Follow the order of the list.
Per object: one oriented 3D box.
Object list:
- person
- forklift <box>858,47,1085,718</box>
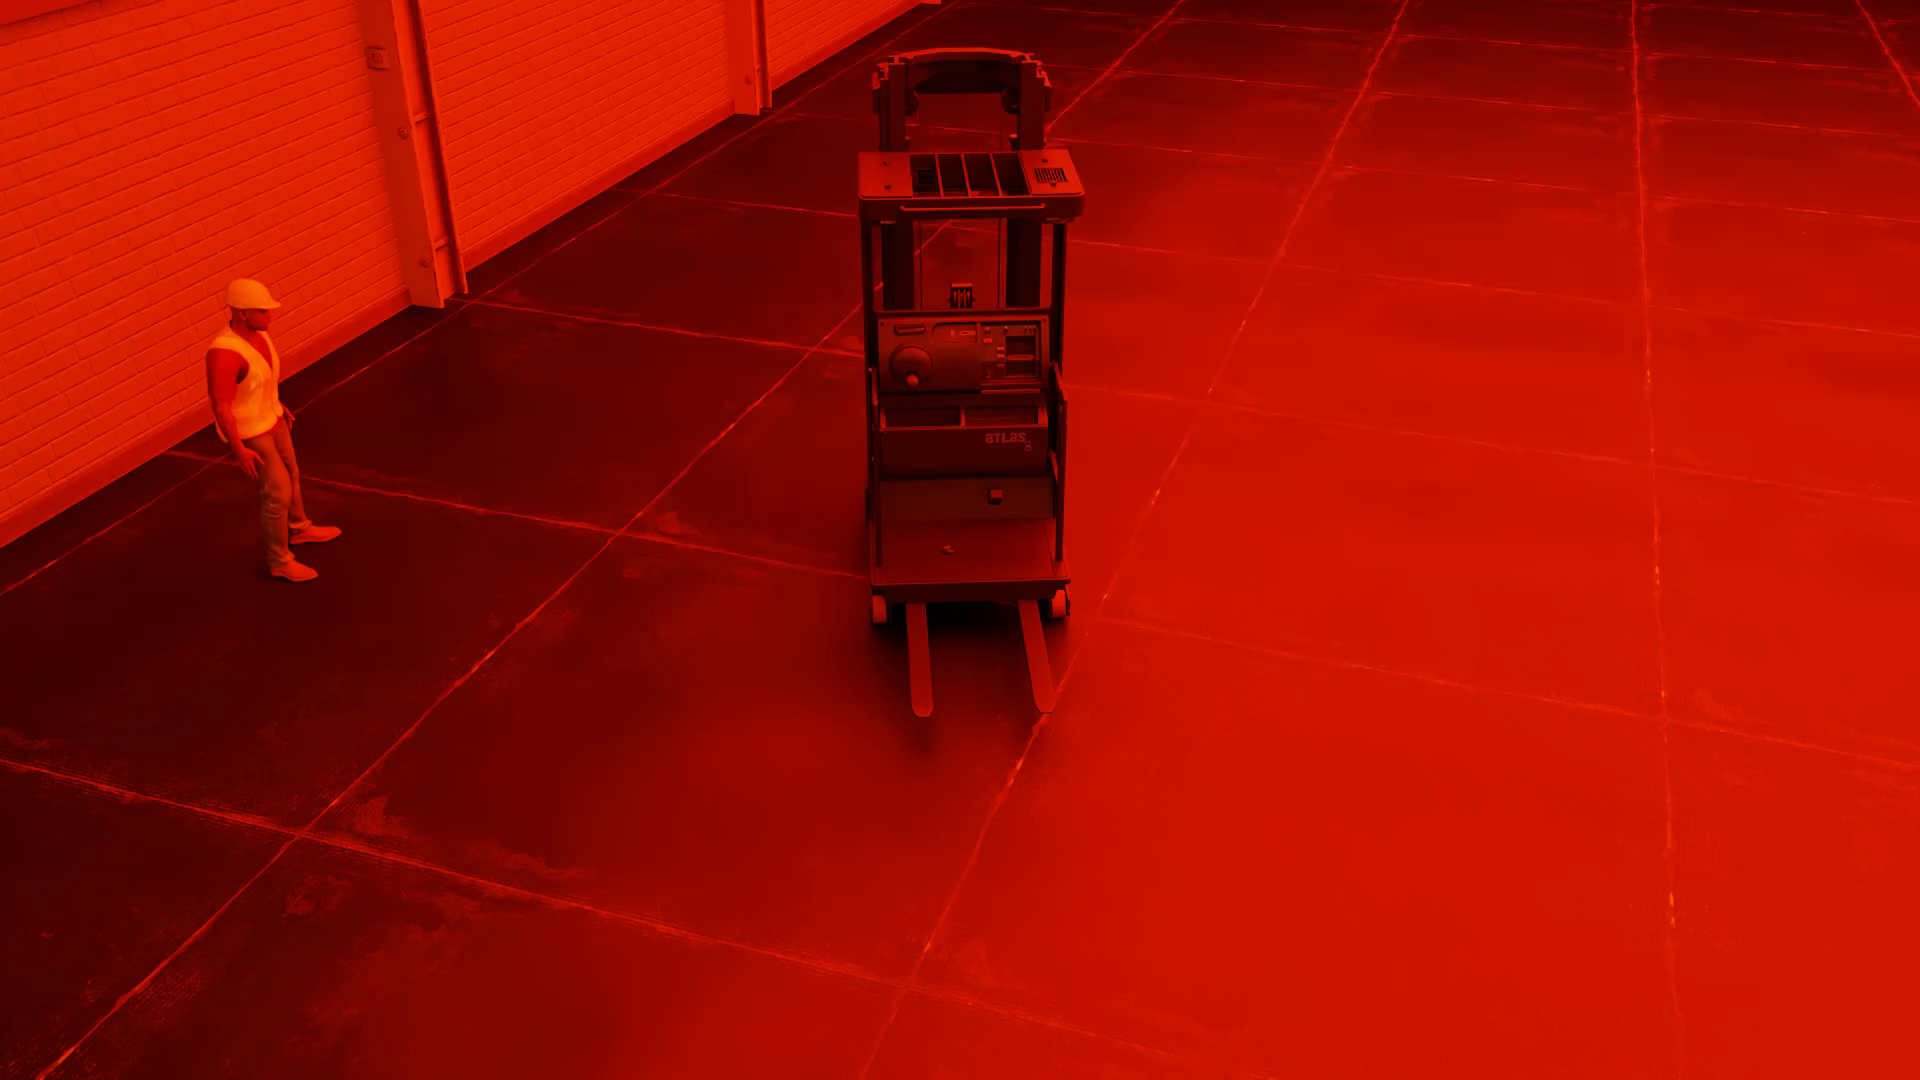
[{"bbox_3d":[-3.948,-0.639,9.442,0.451,1.762,0.692,-1,30,-2],"label":"person"},{"bbox_3d":[0.035,-0.972,8.842,1.130,2.935,3.031,-2,30,-3],"label":"forklift"}]
